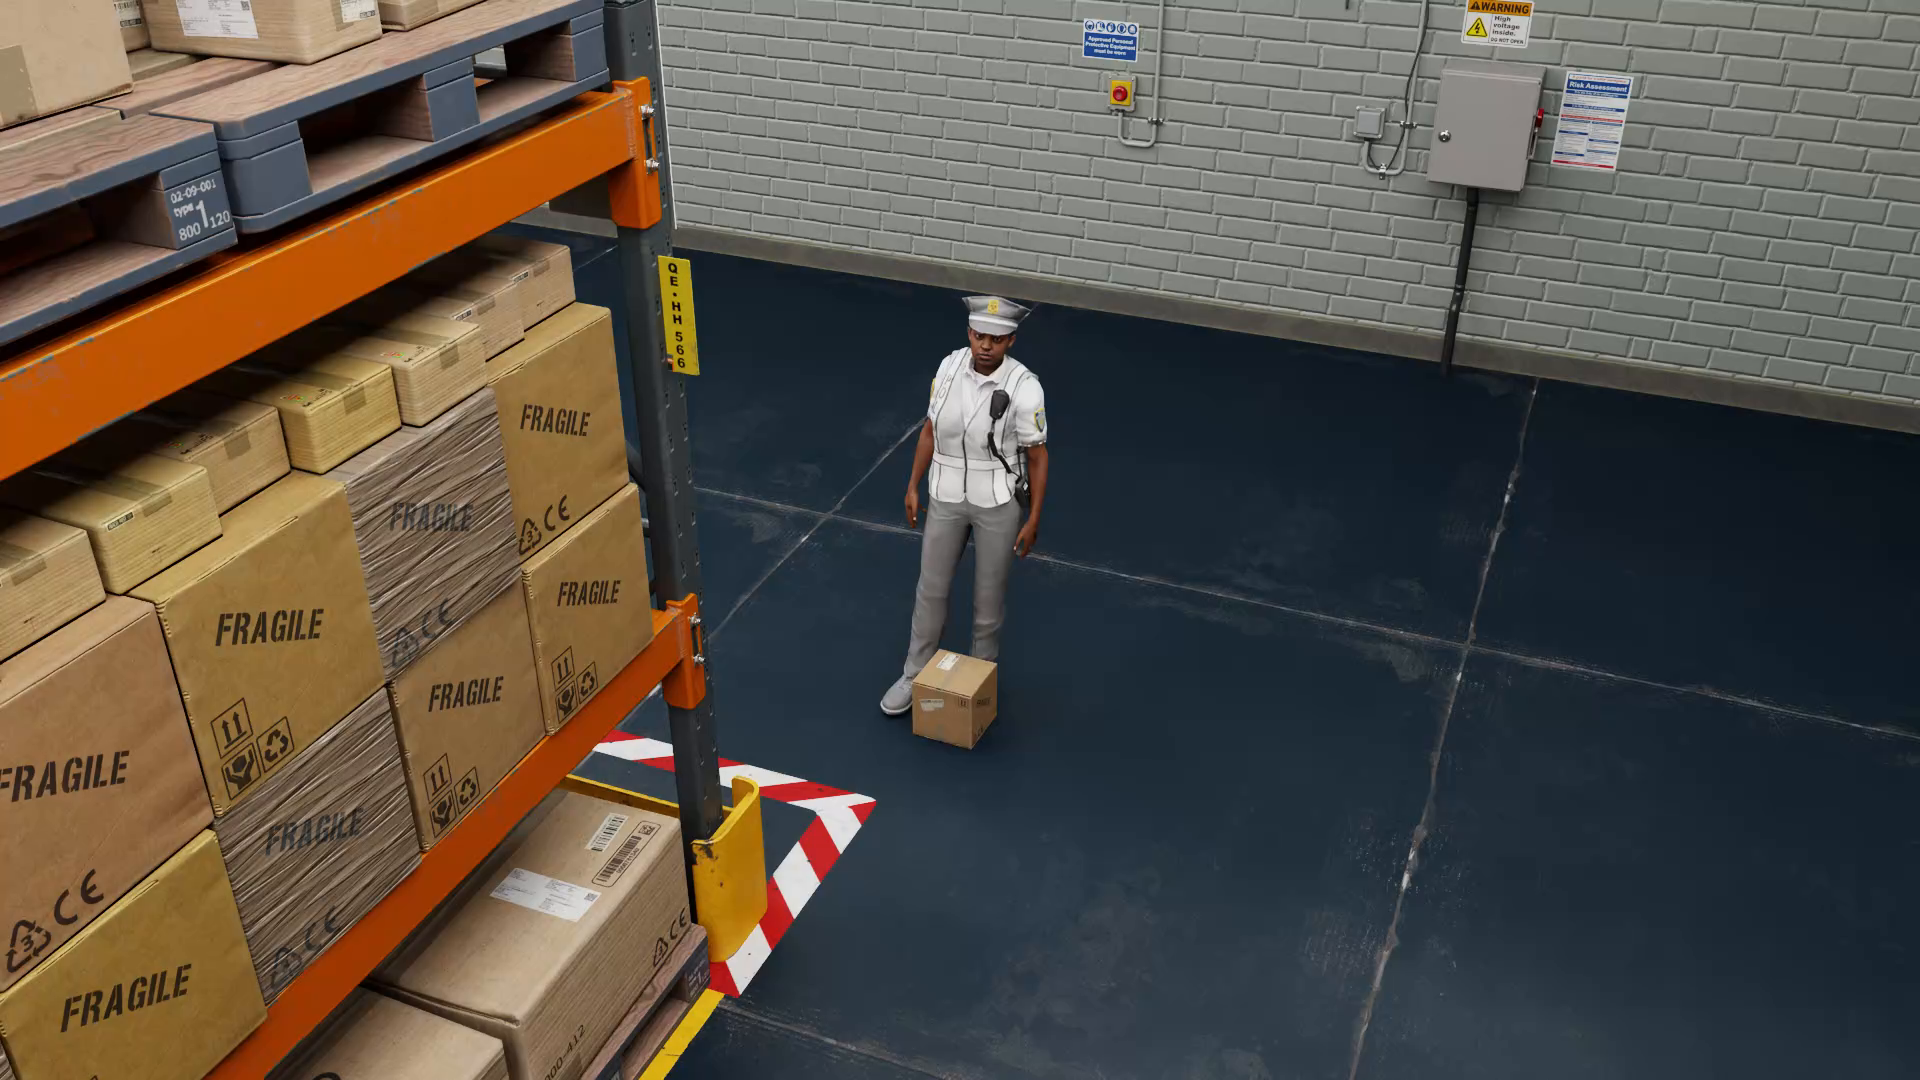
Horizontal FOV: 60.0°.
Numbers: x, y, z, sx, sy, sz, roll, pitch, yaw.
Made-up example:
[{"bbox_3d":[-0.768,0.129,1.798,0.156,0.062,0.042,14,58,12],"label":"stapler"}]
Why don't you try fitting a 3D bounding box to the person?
[{"bbox_3d":[0.025,-0.116,6.280,0.569,1.695,0.530,11,32,19],"label":"person"}]
